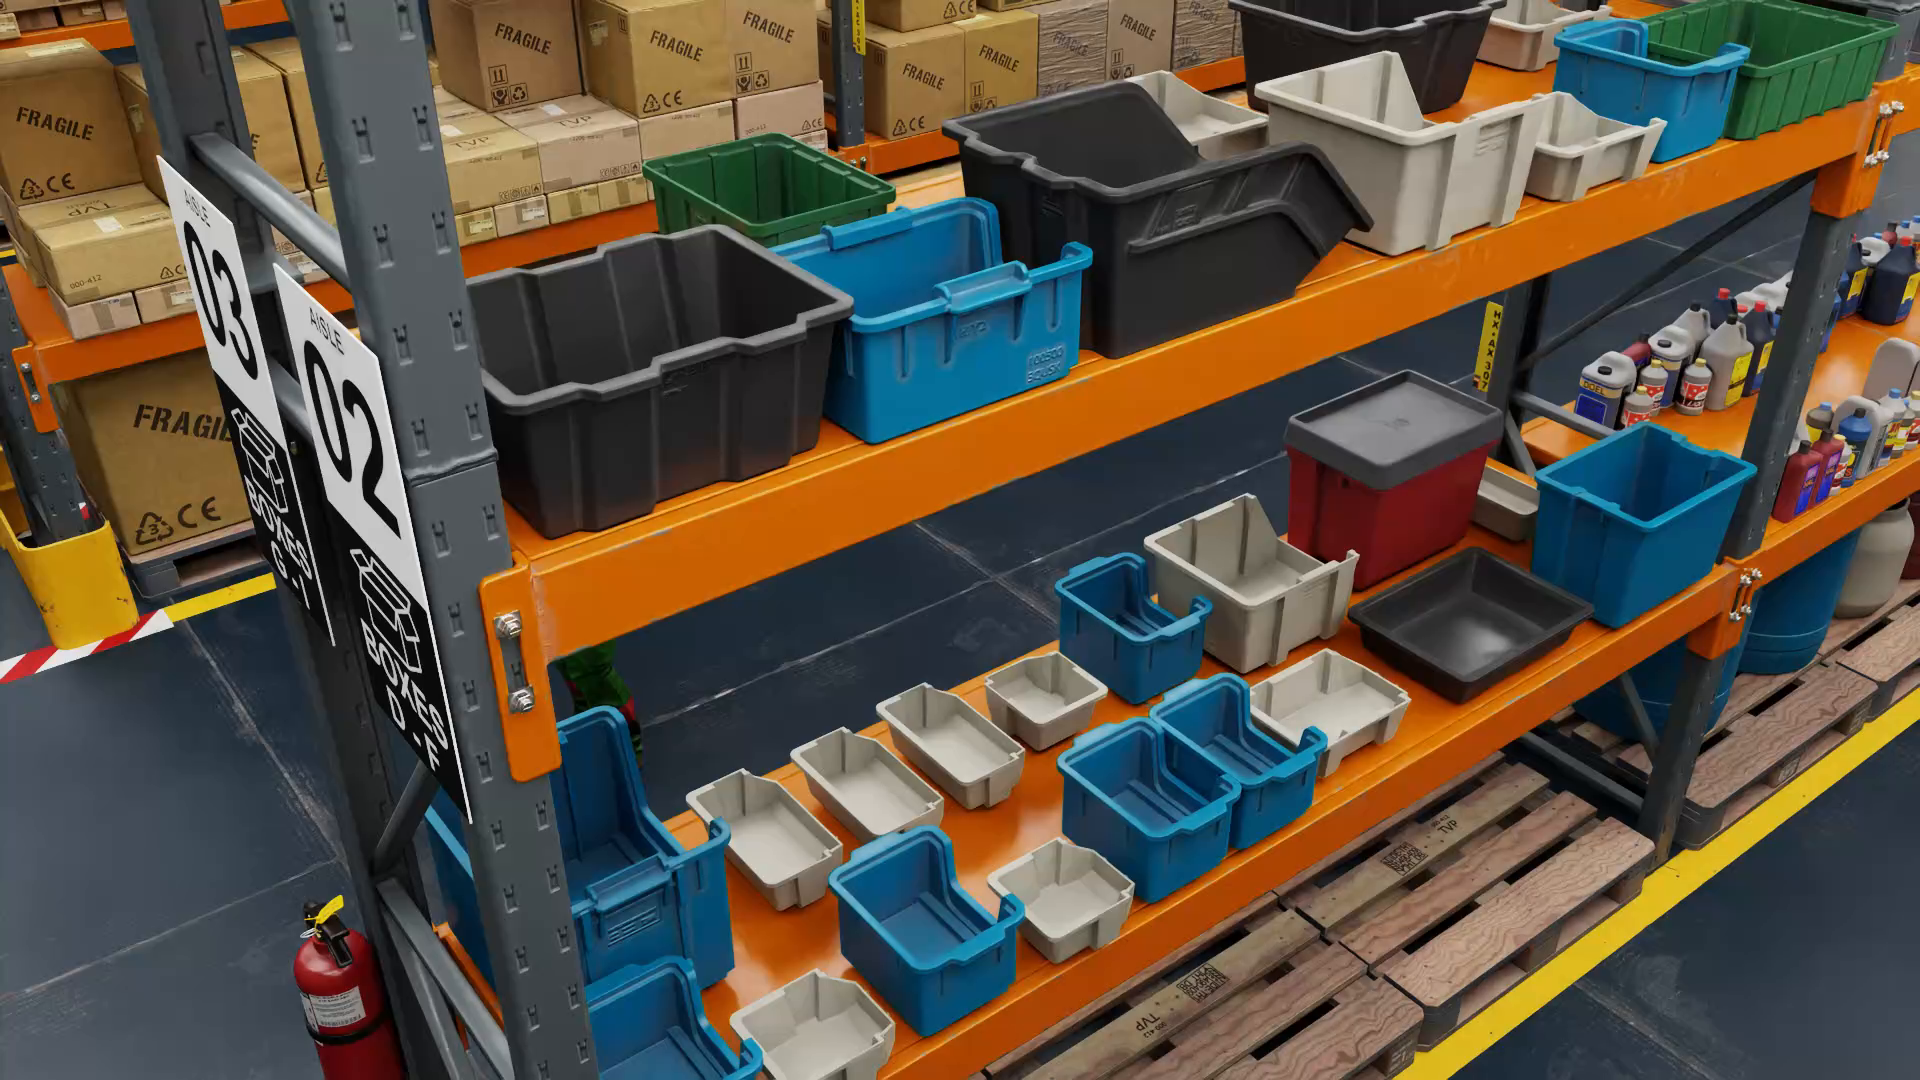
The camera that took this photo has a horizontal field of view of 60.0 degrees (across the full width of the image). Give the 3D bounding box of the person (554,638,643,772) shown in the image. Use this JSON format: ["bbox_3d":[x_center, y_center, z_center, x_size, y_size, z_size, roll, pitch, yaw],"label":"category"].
[{"bbox_3d":[-1.386,0.106,5.951,0.343,1.781,0.526,-21,38,-30],"label":"person"}]
